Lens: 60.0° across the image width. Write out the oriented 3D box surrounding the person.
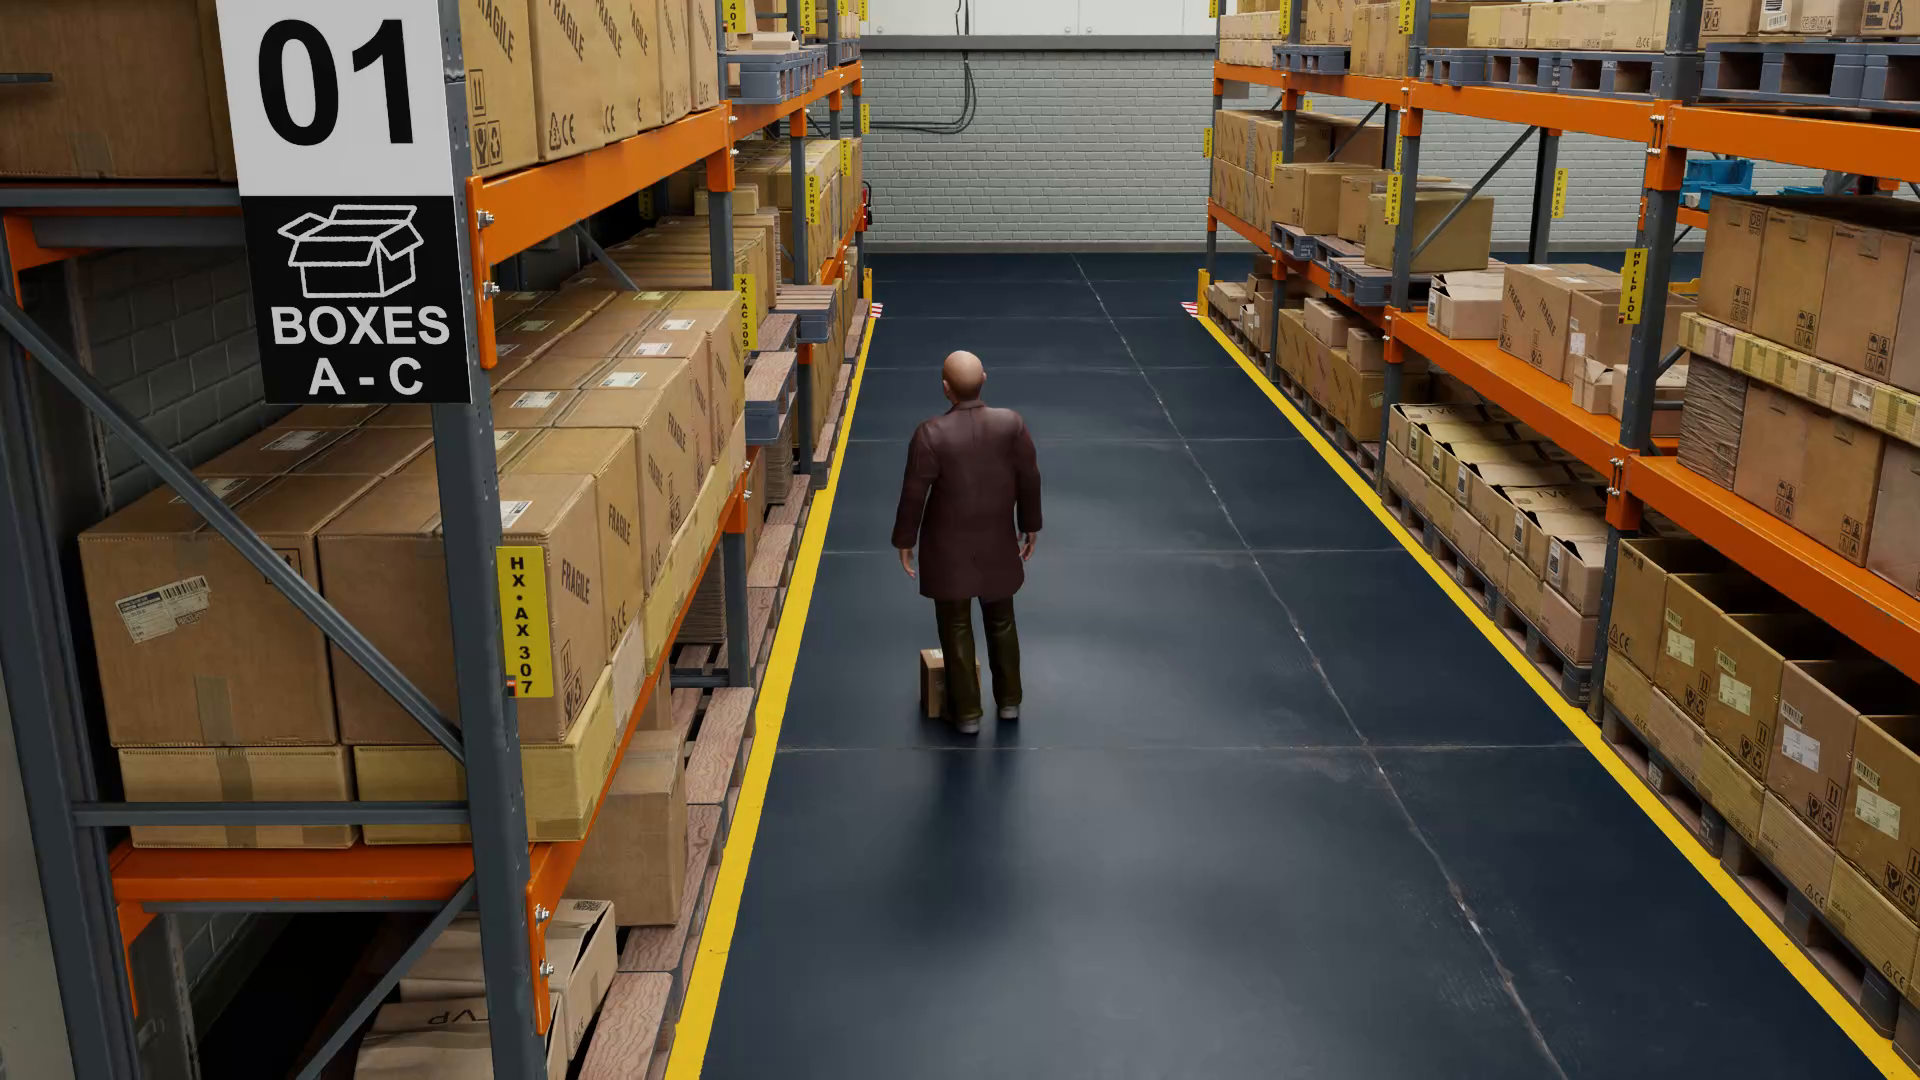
[{"bbox_3d":[0.017,-0.008,7.563,0.697,1.779,0.579,-4,17,-12],"label":"person"}]
